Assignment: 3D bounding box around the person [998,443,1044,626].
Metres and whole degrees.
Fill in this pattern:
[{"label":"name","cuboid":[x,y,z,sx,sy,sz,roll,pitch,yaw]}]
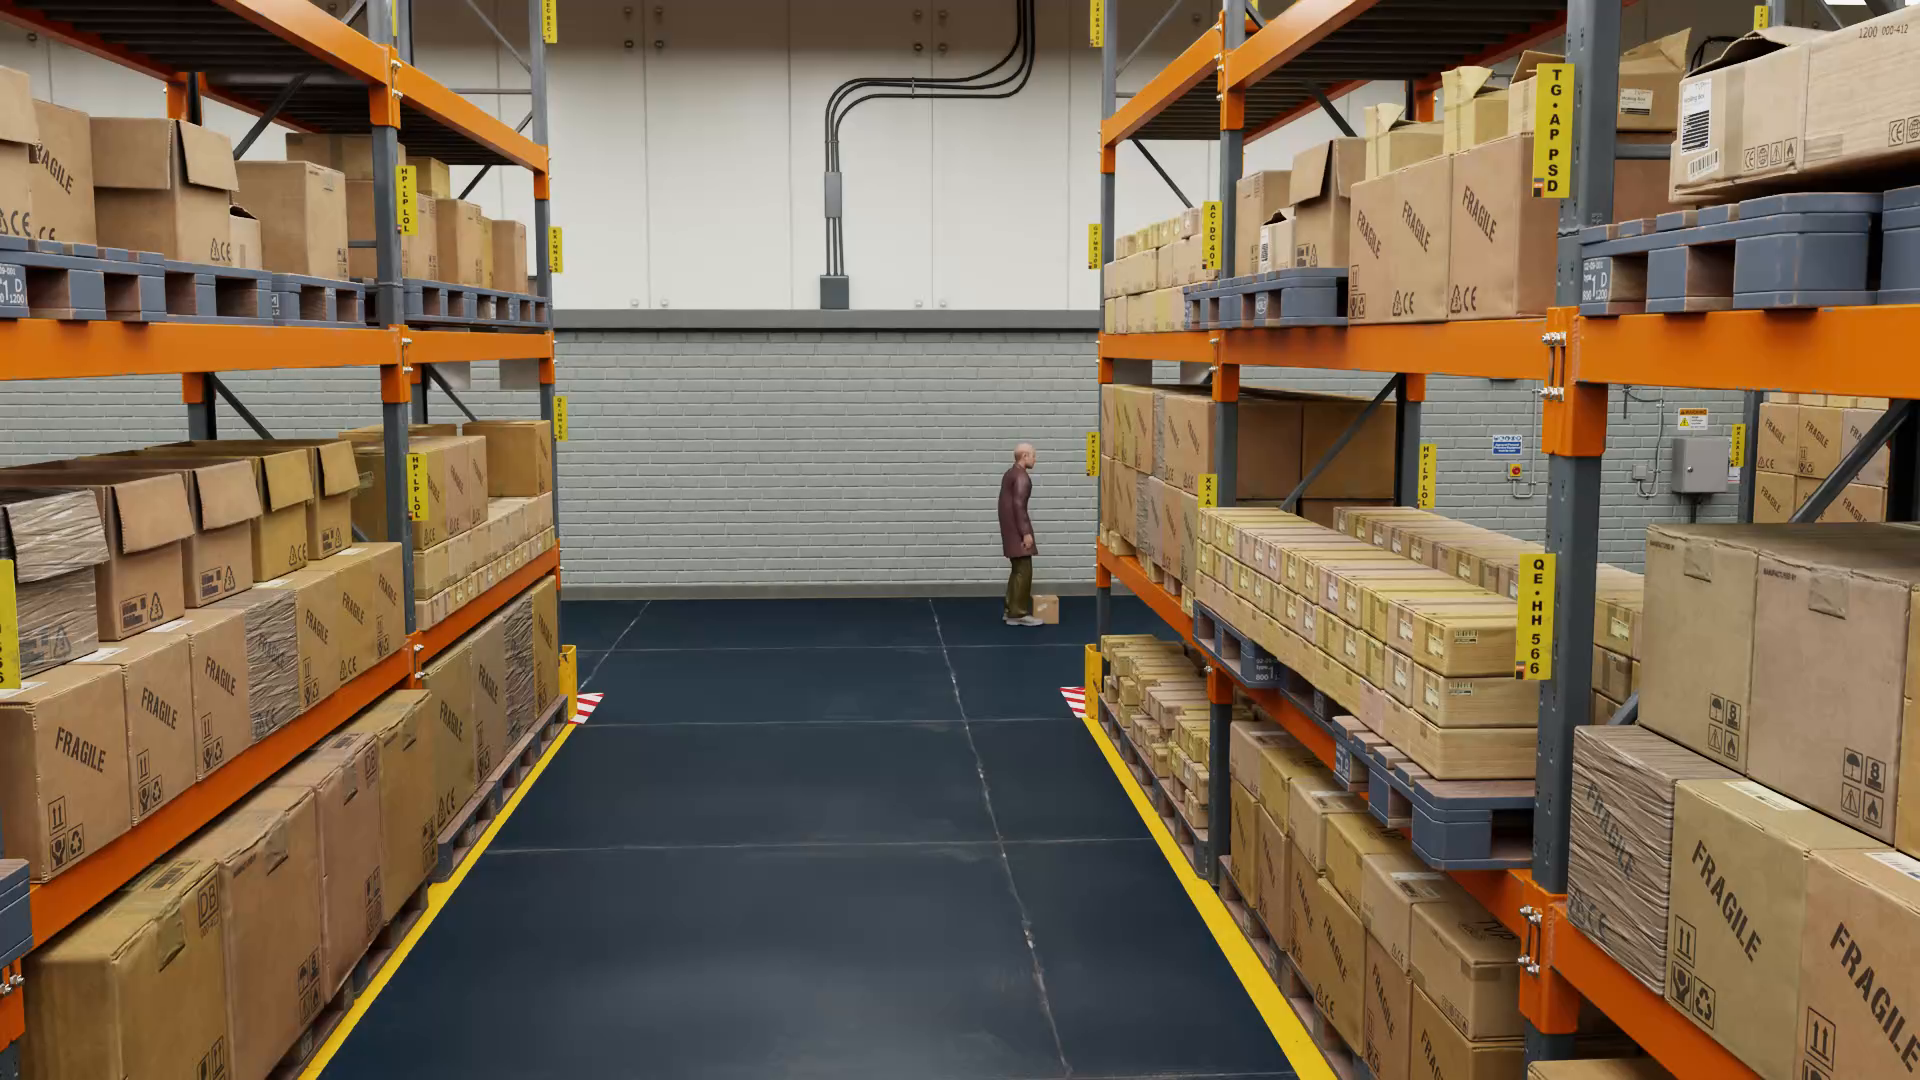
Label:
[{"label":"person","cuboid":[0.591,-0.067,16.378,0.429,1.772,0.645,-1,7,-7]}]
